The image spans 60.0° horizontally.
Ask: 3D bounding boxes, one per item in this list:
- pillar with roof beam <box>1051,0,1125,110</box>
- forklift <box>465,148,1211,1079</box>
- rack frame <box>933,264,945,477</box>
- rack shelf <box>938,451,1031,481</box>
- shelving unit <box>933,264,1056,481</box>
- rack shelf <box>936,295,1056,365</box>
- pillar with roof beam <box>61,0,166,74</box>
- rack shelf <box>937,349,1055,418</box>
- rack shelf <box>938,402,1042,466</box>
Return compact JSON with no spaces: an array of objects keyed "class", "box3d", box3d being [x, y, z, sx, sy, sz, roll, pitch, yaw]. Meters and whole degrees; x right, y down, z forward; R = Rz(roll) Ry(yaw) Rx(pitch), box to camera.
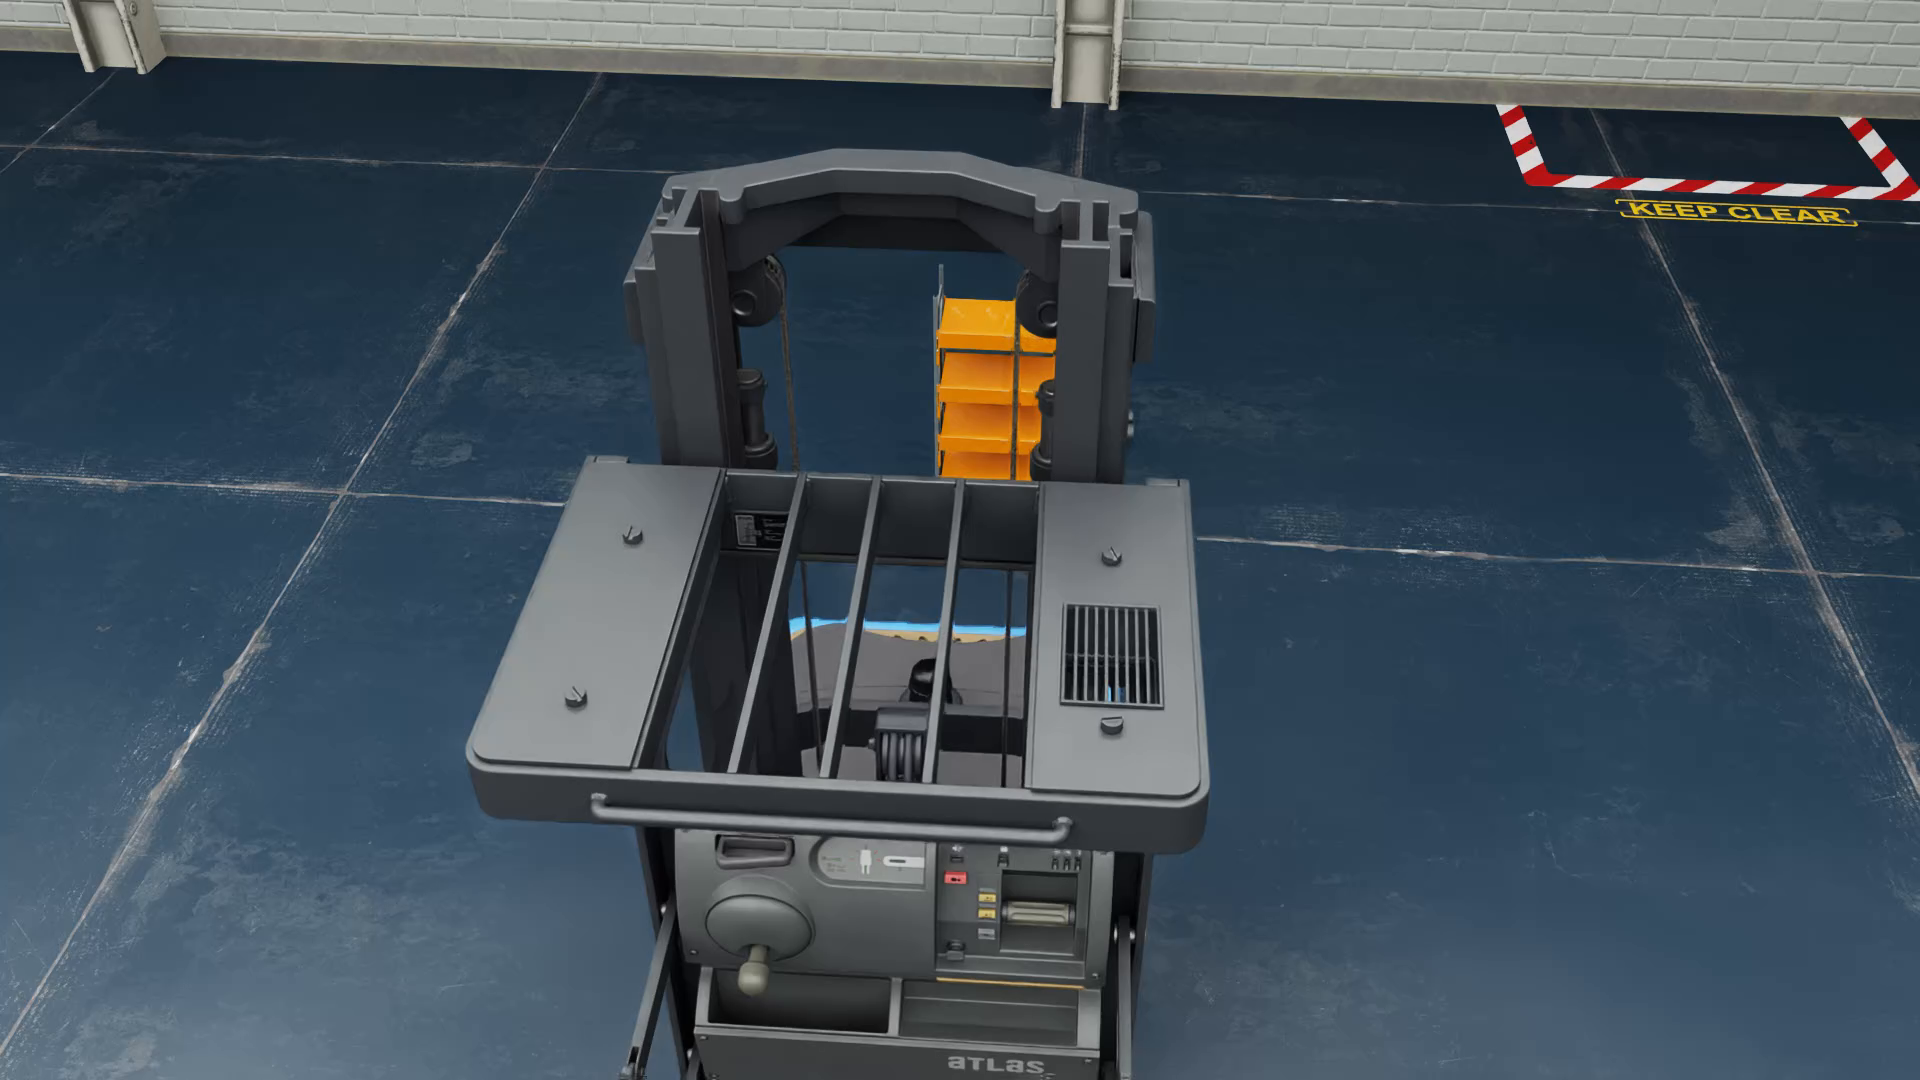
[{"class":"pillar with roof beam","box3d":[0.385,-3.448,3.858,0.400,9.000,9.100,3,39,4]},{"class":"forklift","box3d":[-0.155,0.858,3.374,1.130,2.935,3.031,2,39,3]},{"class":"rack frame","box3d":[-0.078,-0.470,6.376,0.015,1.200,0.240,3,39,4]},{"class":"rack shelf","box3d":[0.165,-0.250,6.528,0.480,0.148,0.258,3,39,4]},{"class":"shelving unit","box3d":[0.165,-0.456,6.360,0.503,1.200,0.258,3,39,4]},{"class":"rack shelf","box3d":[0.165,-0.761,6.112,0.480,0.148,0.258,3,39,4]},{"class":"pillar with roof beam","box3d":[-5.593,-3.775,4.260,0.400,9.000,9.100,3,39,4]},{"class":"rack shelf","box3d":[0.165,-0.578,6.261,0.480,0.148,0.258,3,39,4]},{"class":"rack shelf","box3d":[0.165,-0.404,6.403,0.480,0.148,0.258,3,39,4]}]
